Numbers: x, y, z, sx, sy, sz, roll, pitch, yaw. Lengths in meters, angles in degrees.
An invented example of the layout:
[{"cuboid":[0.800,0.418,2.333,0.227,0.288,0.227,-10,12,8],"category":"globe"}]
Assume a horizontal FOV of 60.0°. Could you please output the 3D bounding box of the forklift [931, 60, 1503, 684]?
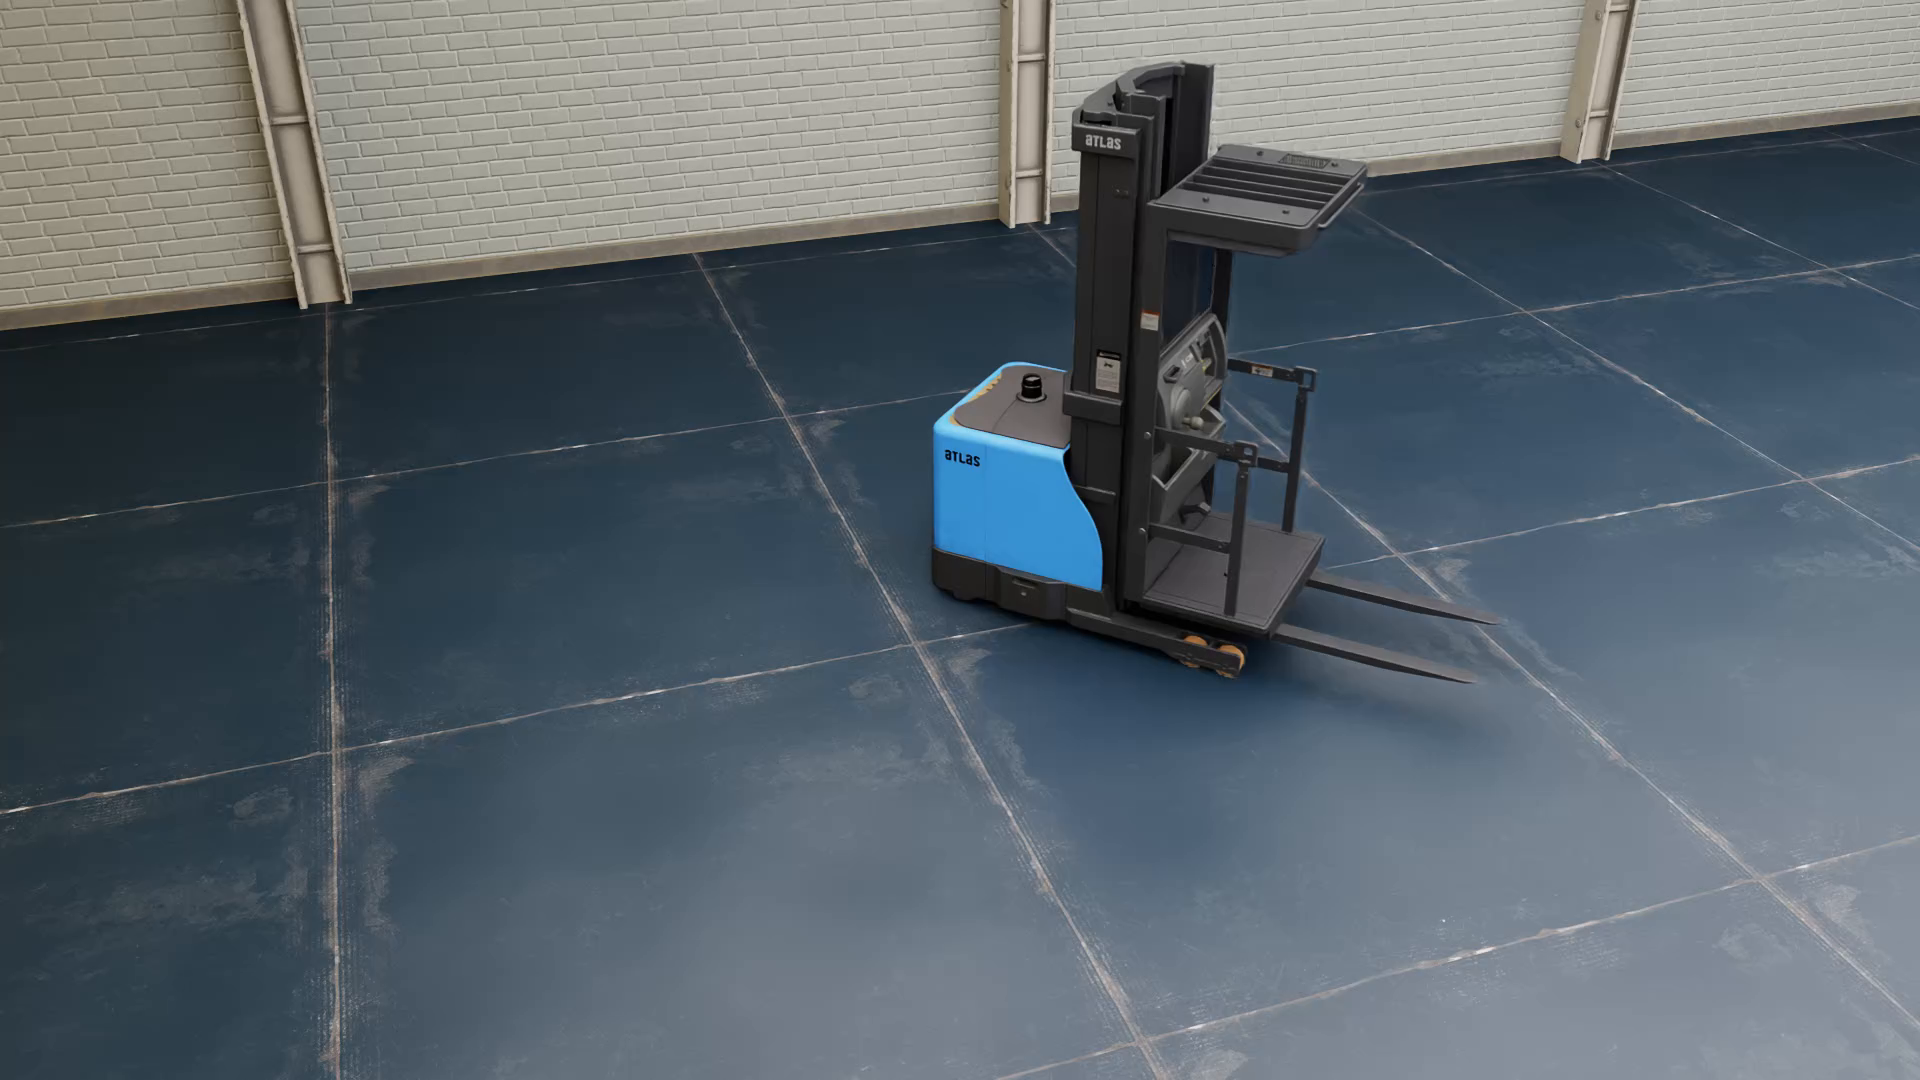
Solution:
[{"cuboid":[1.389,-0.851,8.567,3.031,2.935,1.130,14,33,23],"category":"forklift"}]
